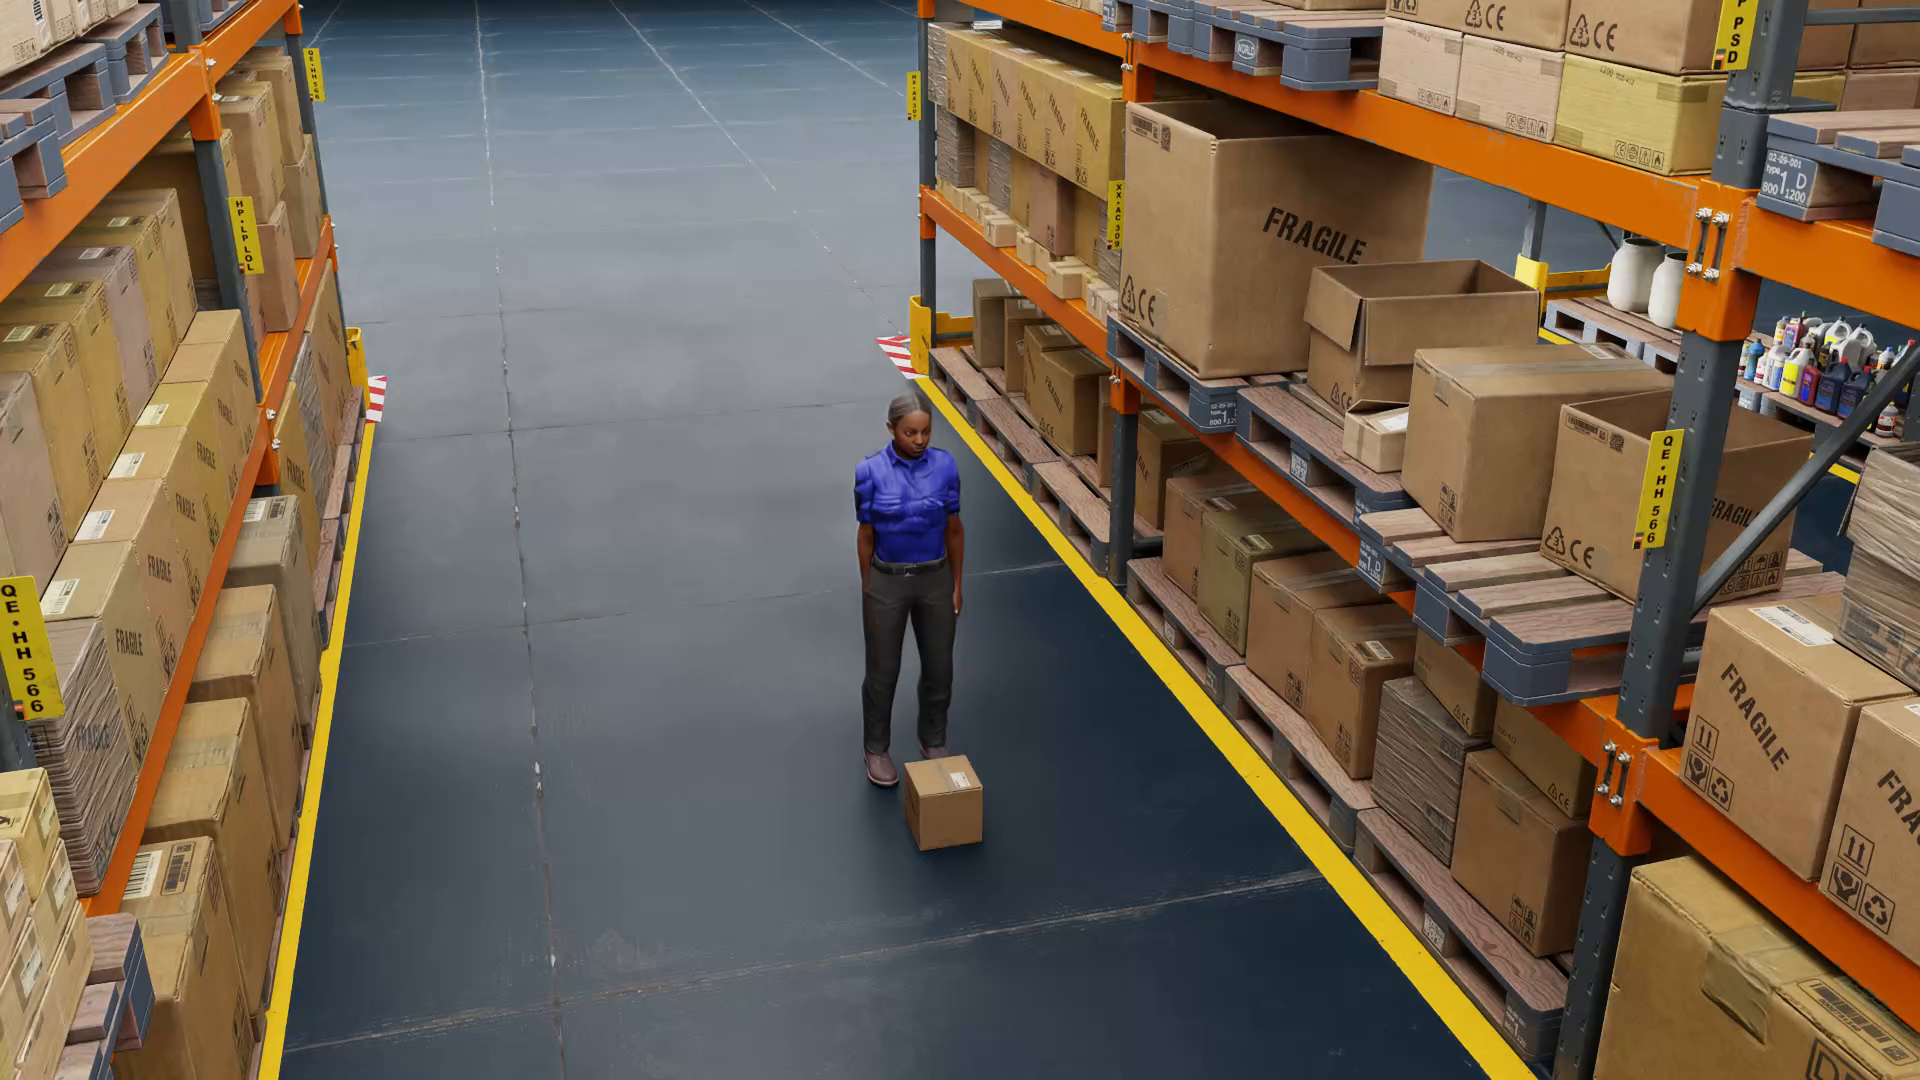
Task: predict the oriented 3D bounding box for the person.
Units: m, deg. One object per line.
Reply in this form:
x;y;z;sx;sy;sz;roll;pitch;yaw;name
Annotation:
-0.196;0.193;6.657;0.428;1.655;0.297;-6;24;-13;person
